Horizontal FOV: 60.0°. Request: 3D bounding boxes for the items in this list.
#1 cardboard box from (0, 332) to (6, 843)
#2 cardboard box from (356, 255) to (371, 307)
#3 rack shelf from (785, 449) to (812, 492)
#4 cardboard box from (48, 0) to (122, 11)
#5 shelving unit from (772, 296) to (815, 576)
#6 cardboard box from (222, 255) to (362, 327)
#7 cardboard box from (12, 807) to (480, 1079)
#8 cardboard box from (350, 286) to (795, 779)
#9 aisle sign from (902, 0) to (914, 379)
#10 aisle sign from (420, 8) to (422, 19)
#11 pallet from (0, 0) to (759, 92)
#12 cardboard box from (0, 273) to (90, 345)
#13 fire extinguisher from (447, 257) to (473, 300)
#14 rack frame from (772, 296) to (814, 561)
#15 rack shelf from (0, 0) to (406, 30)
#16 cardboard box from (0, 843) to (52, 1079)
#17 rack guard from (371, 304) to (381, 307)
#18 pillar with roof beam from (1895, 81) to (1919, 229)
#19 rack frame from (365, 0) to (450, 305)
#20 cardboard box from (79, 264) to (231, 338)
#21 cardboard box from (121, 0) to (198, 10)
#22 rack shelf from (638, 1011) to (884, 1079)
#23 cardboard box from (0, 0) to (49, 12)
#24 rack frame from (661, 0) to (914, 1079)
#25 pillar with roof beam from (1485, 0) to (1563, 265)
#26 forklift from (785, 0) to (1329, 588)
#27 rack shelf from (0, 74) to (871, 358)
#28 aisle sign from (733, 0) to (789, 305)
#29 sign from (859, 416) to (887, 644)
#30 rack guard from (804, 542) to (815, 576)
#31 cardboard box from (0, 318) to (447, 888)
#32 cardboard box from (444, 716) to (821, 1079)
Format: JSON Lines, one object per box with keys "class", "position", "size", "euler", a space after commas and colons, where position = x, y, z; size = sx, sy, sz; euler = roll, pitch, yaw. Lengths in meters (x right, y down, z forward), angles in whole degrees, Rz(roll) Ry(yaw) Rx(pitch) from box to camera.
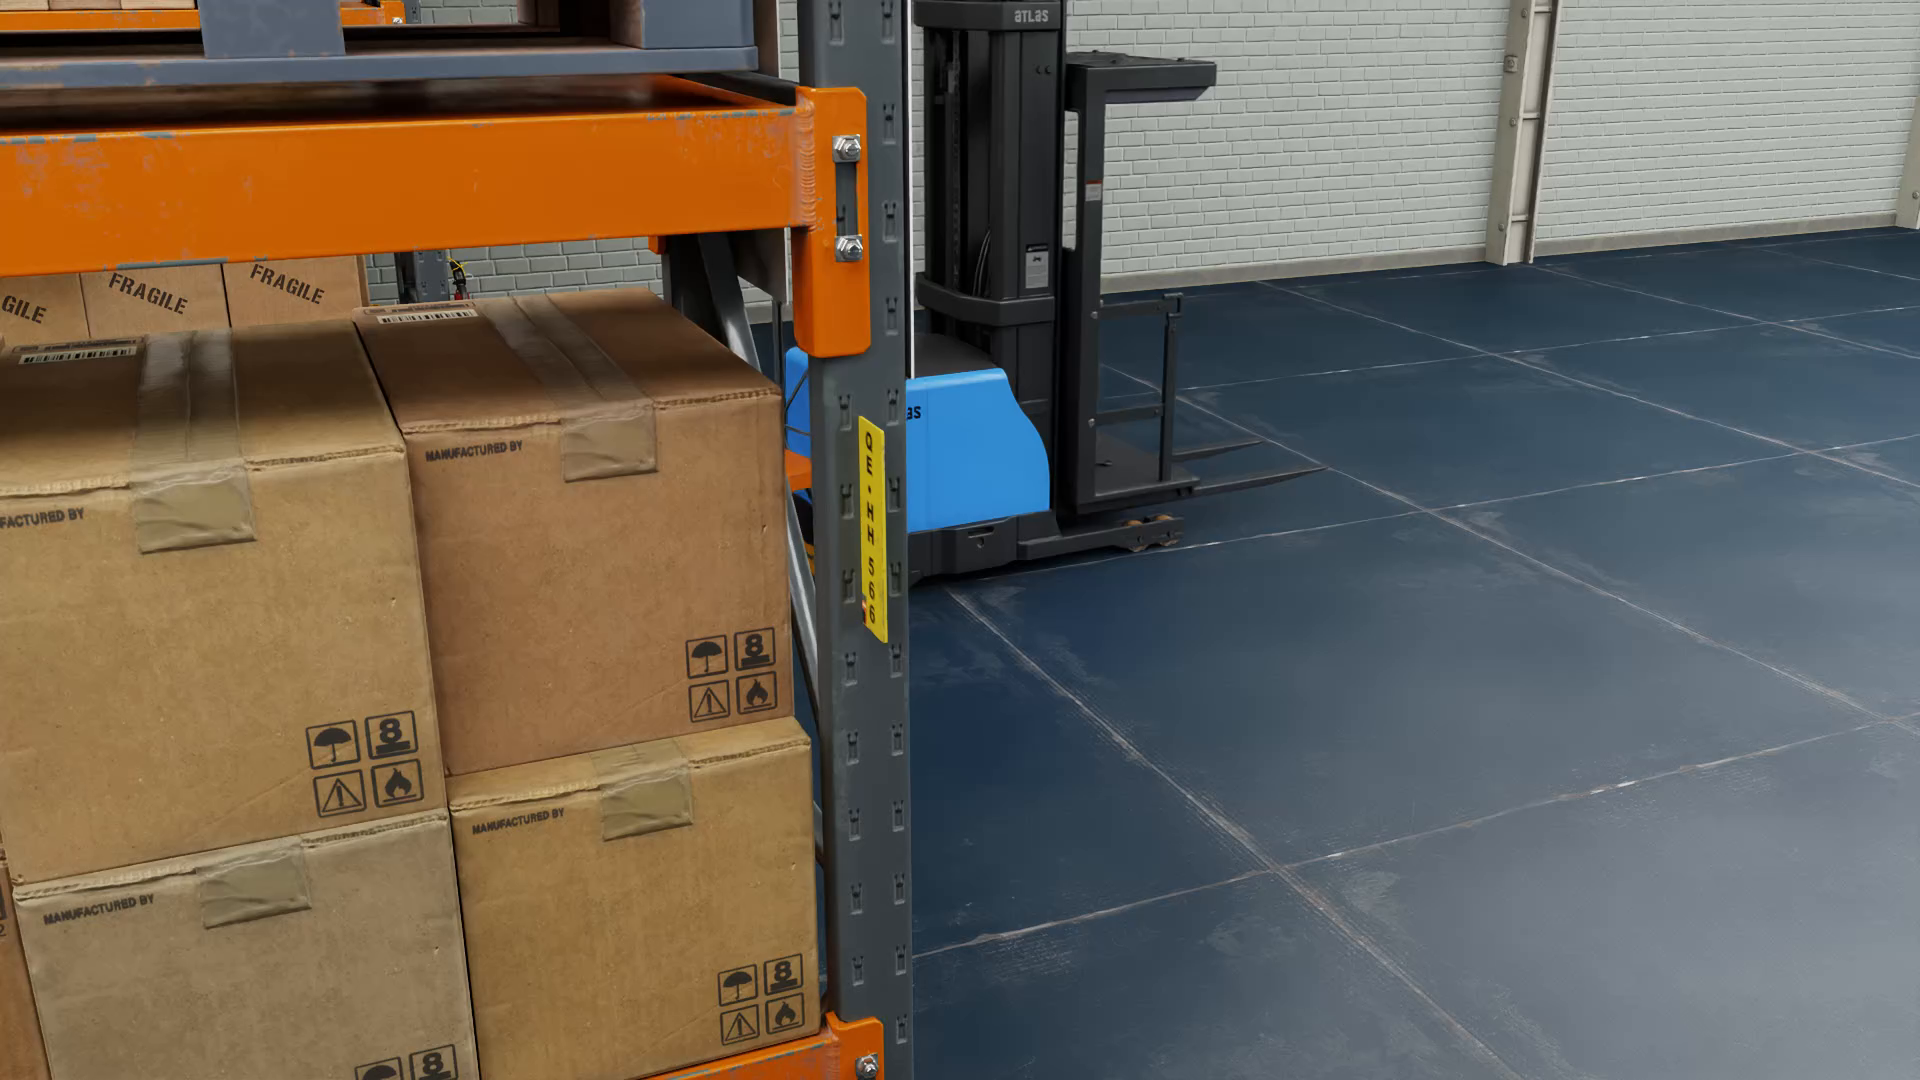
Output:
{"class": "cardboard box", "position": [-1.724, 0.066, 2.467], "size": [0.550, 0.550, 0.875], "euler": [-8, 21, -22]}
{"class": "cardboard box", "position": [-2.930, -1.230, 7.400], "size": [0.500, 0.500, 0.500], "euler": [-8, 21, -23]}
{"class": "rack shelf", "position": [-1.150, -0.244, 7.997], "size": [1.000, 0.185, 0.538], "euler": [-15, 25, -37]}
{"class": "cardboard box", "position": [-3.334, -2.104, 6.343], "size": [0.250, 0.149, 0.380], "euler": [-8, 21, -21]}
{"class": "shelving unit", "position": [-1.157, -0.411, 7.932], "size": [1.083, 1.500, 0.587], "euler": [-15, 25, -37]}
{"class": "cardboard box", "position": [-2.774, -1.052, 6.896], "size": [0.500, 0.500, 0.500], "euler": [-9, 21, -23]}
{"class": "cardboard box", "position": [-1.150, 0.547, 2.726], "size": [0.550, 0.550, 0.875], "euler": [-8, 21, -22]}
{"class": "cardboard box", "position": [-0.687, -0.067, 2.844], "size": [0.550, 0.550, 0.875], "euler": [-8, 21, -22]}
{"class": "aisle sign", "position": [-0.147, -0.668, 2.489], "size": [0.004, 0.787, 0.394], "euler": [-8, 21, -22]}
{"class": "aisle sign", "position": [-2.213, -2.166, 6.743], "size": [0.004, 0.787, 0.394], "euler": [-8, 21, -22]}
{"class": "pallet", "position": [-1.008, -0.796, 2.384], "size": [1.213, 0.211, 1.003], "euler": [-8, 21, -22]}
{"class": "cardboard box", "position": [-3.696, -0.923, 6.529], "size": [0.500, 0.500, 0.500], "euler": [-8, 21, -22]}
{"class": "fire extinguisher", "position": [-2.097, -0.858, 7.060], "size": [0.183, 0.674, 0.296], "euler": [-8, 21, -22]}
{"class": "rack frame", "position": [-0.759, -0.521, 8.244], "size": [0.032, 1.500, 0.500], "euler": [-15, 25, -37]}
{"class": "rack shelf", "position": [-4.221, -1.833, 6.277], "size": [4.000, 0.370, 1.077], "euler": [-8, 21, -22]}
{"class": "cardboard box", "position": [-1.714, 0.582, 2.626], "size": [0.550, 0.550, 0.875], "euler": [-8, 21, -22]}
{"class": "rack guard", "position": [-4.332, -1.358, 12.125], "size": [0.348, 0.500, 1.175], "euler": [-8, 21, -22]}
{"class": "pillar with roof beam", "position": [12.882, -6.601, 14.221], "size": [0.400, 9.000, 9.100], "euler": [-8, 21, -22]}
{"class": "rack frame", "position": [-2.385, -1.020, 7.403], "size": [0.127, 3.000, 1.000], "euler": [-8, 21, -22]}
{"class": "cardboard box", "position": [-3.236, -0.988, 6.713], "size": [0.500, 0.500, 0.500], "euler": [-8, 21, -22]}
{"class": "cardboard box", "position": [-3.075, -2.117, 6.380], "size": [0.250, 0.149, 0.380], "euler": [-7, 21, -20]}
{"class": "rack shelf", "position": [-2.168, 1.078, 2.526], "size": [4.000, 0.370, 1.077], "euler": [-8, 21, -22]}
{"class": "cardboard box", "position": [-3.544, -2.057, 6.209], "size": [0.250, 0.149, 0.380], "euler": [-8, 21, -22]}
{"class": "rack frame", "position": [-0.330, 0.477, 3.151], "size": [0.053, 2.616, 0.949], "euler": [-8, 21, -22]}
{"class": "pillar with roof beam", "position": [7.373, -5.812, 11.980], "size": [0.400, 9.000, 9.100], "euler": [-8, 21, -22]}
{"class": "forklift", "position": [0.627, -1.464, 8.765], "size": [3.031, 2.935, 1.130], "euler": [-10, 22, -26]}
{"class": "rack shelf", "position": [-2.168, -0.336, 2.028], "size": [4.000, 0.370, 1.077], "euler": [-8, 21, -22]}
{"class": "aisle sign", "position": [-0.385, -0.851, 3.008], "size": [0.004, 0.787, 0.394], "euler": [-8, 21, -22]}
{"class": "sign", "position": [-0.129, -0.015, 2.447], "size": [0.005, 0.325, 0.100], "euler": [-8, 21, -22]}
{"class": "rack guard", "position": [-0.774, 0.072, 8.440], "size": [0.087, 0.250, 0.587], "euler": [-15, 25, -37]}
{"class": "cardboard box", "position": [-1.156, 0.033, 2.559], "size": [0.550, 0.550, 0.875], "euler": [-8, 21, -22]}
{"class": "cardboard box", "position": [-0.654, 0.468, 2.951], "size": [0.550, 0.550, 0.875], "euler": [-8, 21, -22]}
